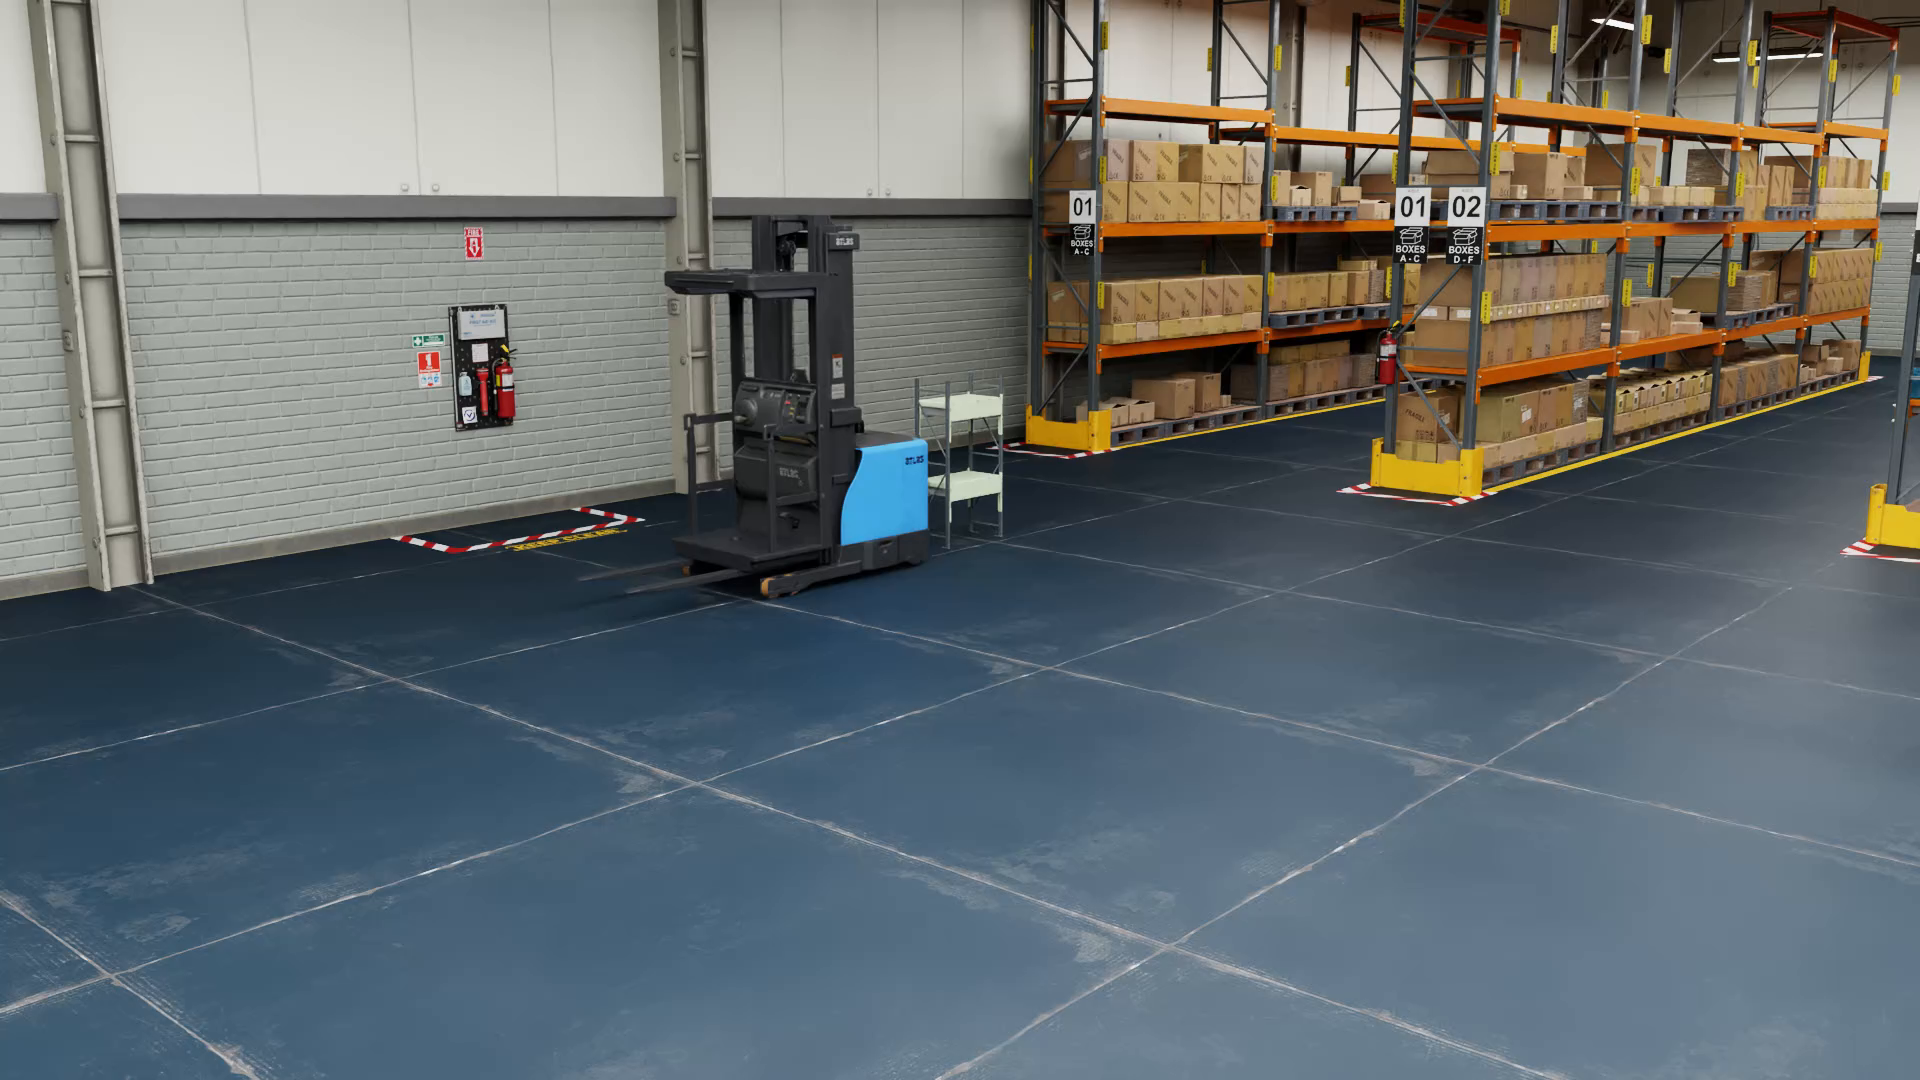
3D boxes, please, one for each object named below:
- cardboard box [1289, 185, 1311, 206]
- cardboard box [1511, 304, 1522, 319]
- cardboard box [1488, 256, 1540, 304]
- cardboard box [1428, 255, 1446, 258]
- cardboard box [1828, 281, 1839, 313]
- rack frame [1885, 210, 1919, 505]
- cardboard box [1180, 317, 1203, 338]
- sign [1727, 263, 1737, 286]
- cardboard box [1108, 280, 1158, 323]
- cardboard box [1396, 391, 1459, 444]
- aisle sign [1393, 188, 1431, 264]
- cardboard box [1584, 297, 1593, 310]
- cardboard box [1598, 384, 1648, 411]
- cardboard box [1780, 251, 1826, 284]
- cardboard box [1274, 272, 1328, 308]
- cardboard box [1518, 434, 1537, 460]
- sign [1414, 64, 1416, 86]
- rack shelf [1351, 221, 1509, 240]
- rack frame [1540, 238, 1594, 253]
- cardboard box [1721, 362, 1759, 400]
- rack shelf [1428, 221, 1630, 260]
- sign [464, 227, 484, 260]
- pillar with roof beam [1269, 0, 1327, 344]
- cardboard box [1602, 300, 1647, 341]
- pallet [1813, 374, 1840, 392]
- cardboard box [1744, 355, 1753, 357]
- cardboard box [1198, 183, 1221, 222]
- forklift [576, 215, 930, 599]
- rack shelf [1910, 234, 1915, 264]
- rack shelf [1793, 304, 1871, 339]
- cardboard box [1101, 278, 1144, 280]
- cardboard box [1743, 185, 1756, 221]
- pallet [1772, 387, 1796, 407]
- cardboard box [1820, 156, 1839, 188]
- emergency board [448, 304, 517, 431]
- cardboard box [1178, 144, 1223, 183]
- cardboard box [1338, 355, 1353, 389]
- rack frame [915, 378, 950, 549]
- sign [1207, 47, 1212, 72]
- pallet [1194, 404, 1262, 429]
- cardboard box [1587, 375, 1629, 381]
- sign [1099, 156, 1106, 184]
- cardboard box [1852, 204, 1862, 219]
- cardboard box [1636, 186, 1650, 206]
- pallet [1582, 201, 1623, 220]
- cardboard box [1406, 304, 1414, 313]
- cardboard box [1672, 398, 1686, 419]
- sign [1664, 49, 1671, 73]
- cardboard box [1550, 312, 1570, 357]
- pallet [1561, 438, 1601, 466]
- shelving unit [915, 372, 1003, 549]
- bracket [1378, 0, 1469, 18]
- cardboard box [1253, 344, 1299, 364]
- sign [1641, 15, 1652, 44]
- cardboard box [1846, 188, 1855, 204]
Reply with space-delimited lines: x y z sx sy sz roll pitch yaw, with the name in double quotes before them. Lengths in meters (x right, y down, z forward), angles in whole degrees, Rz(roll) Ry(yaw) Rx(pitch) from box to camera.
"cardboard box" 4.792 -5.045 24.349 0.500 0.311 0.500 10 15 42
"cardboard box" 5.975 -2.533 18.360 0.380 0.149 0.250 9 15 39
"cardboard box" 6.076 -2.935 18.721 0.700 0.500 0.500 10 15 41
"cardboard box" 7.780 -4.599 27.638 0.500 0.250 0.500 10 15 41
"cardboard box" 14.178 -4.026 27.495 0.500 0.500 0.500 10 15 40
"rack frame" 8.766 -1.382 14.511 1.000 3.000 0.127 10 15 40
"cardboard box" 2.893 -2.856 22.225 0.500 0.250 0.500 10 15 41
"sign" 10.748 -3.697 23.143 0.100 0.325 0.005 10 15 40
"cardboard box" 2.199 -3.070 21.378 0.500 0.500 0.500 10 15 41
"cardboard box" 5.178 -1.366 18.463 0.500 0.500 0.500 10 15 40
"aisle sign" 4.784 -3.326 17.608 0.394 0.787 0.004 10 15 40
"cardboard box" 7.334 -2.836 19.879 0.380 0.149 0.250 9 15 39
"cardboard box" 8.483 -1.846 21.349 0.500 0.311 0.500 10 15 40
"cardboard box" 13.492 -4.361 26.617 0.500 0.500 0.500 10 15 42
"cardboard box" 5.112 -3.769 25.083 0.500 0.500 0.700 -10 15 -40
"cardboard box" 6.227 -1.078 18.938 0.500 0.250 0.500 10 15 40
"sign" 7.019 -7.210 25.786 0.100 0.325 0.005 10 15 40
"rack shelf" 7.925 -5.252 28.067 1.077 0.370 4.000 10 15 40
"rack frame" 11.886 -5.017 32.710 1.000 3.000 0.127 10 15 40
"cardboard box" 11.520 -2.371 24.721 0.500 0.500 0.500 10 15 40
"rack shelf" 6.368 -3.435 18.970 1.077 0.370 4.000 10 15 40
"sign" -4.564 -2.785 15.616 0.001 0.298 0.199 10 15 40
"pillar with roof beam" 8.331 -6.146 23.045 9.100 9.000 0.548 10 15 40
"cardboard box" 8.555 -2.849 21.600 0.500 0.500 0.500 -11 16 -43
"pallet" 14.228 -2.702 28.241 1.003 0.211 1.213 10 15 40
"cardboard box" 12.123 -2.659 26.163 0.500 0.500 0.500 10 15 41
"cardboard box" 3.136 -4.516 22.236 0.500 0.500 0.500 9 14 38
"forklift" -1.635 -1.092 13.233 1.130 2.935 3.031 11 15 42
"rack shelf" 10.086 -2.795 15.761 1.077 0.370 4.000 10 15 40
"rack shelf" 14.289 -3.730 28.104 1.077 0.370 4.000 10 15 40
"cardboard box" 2.153 -3.213 22.097 0.500 0.500 0.500 9 15 39
"cardboard box" 10.928 -4.864 24.029 0.910 0.500 0.500 10 15 40
"pallet" 12.461 -2.297 26.209 1.003 0.211 1.213 10 15 40
"cardboard box" 13.698 -5.931 26.818 0.700 0.500 0.500 10 15 40
"emergency board" -4.484 -1.636 15.785 0.194 1.169 0.643 10 15 40
"cardboard box" 3.147 -5.003 22.121 0.500 0.500 0.500 9 14 38
"cardboard box" 5.742 -2.657 26.151 0.700 0.500 0.500 10 15 40
"rack frame" -0.246 -0.681 14.829 0.400 1.500 0.023 10 15 40
"sign" 3.544 -6.800 23.531 0.100 0.325 0.005 10 15 40
"pallet" 3.548 -1.781 23.626 1.003 0.211 1.213 10 15 40
"cardboard box" 8.745 -2.065 22.445 0.500 0.311 0.500 10 15 40
"sign" 1.732 -4.492 20.194 0.100 0.325 0.005 10 15 40
"cardboard box" 14.810 -5.517 27.940 0.500 0.250 0.500 10 15 40
"cardboard box" 8.463 -4.385 21.201 0.500 0.250 0.500 8 14 35
"pallet" 7.145 -3.910 19.737 1.003 0.211 1.213 10 15 40
"cardboard box" 7.169 -3.781 27.113 0.380 0.149 0.250 10 15 41
"cardboard box" 9.493 -1.799 22.546 0.500 0.250 0.500 10 15 42
"sign" 9.915 -6.708 23.271 0.100 0.325 0.005 10 15 40
"cardboard box" 6.723 -2.443 19.566 0.700 0.500 0.500 10 15 41
"pallet" 7.132 -1.133 20.381 1.003 0.211 1.213 10 15 40
"shelving unit" -0.004 -0.734 15.098 0.431 1.500 0.755 10 15 40
"bracket" 7.339 -8.862 27.453 0.076 0.066 4.783 10 15 40
"cardboard box" 4.726 -2.785 24.879 0.500 0.250 0.500 9 15 39
"sign" 8.089 -6.014 19.595 0.100 0.325 0.005 10 15 40
"cardboard box" 14.474 -5.690 27.528 0.500 0.250 0.500 10 15 40
